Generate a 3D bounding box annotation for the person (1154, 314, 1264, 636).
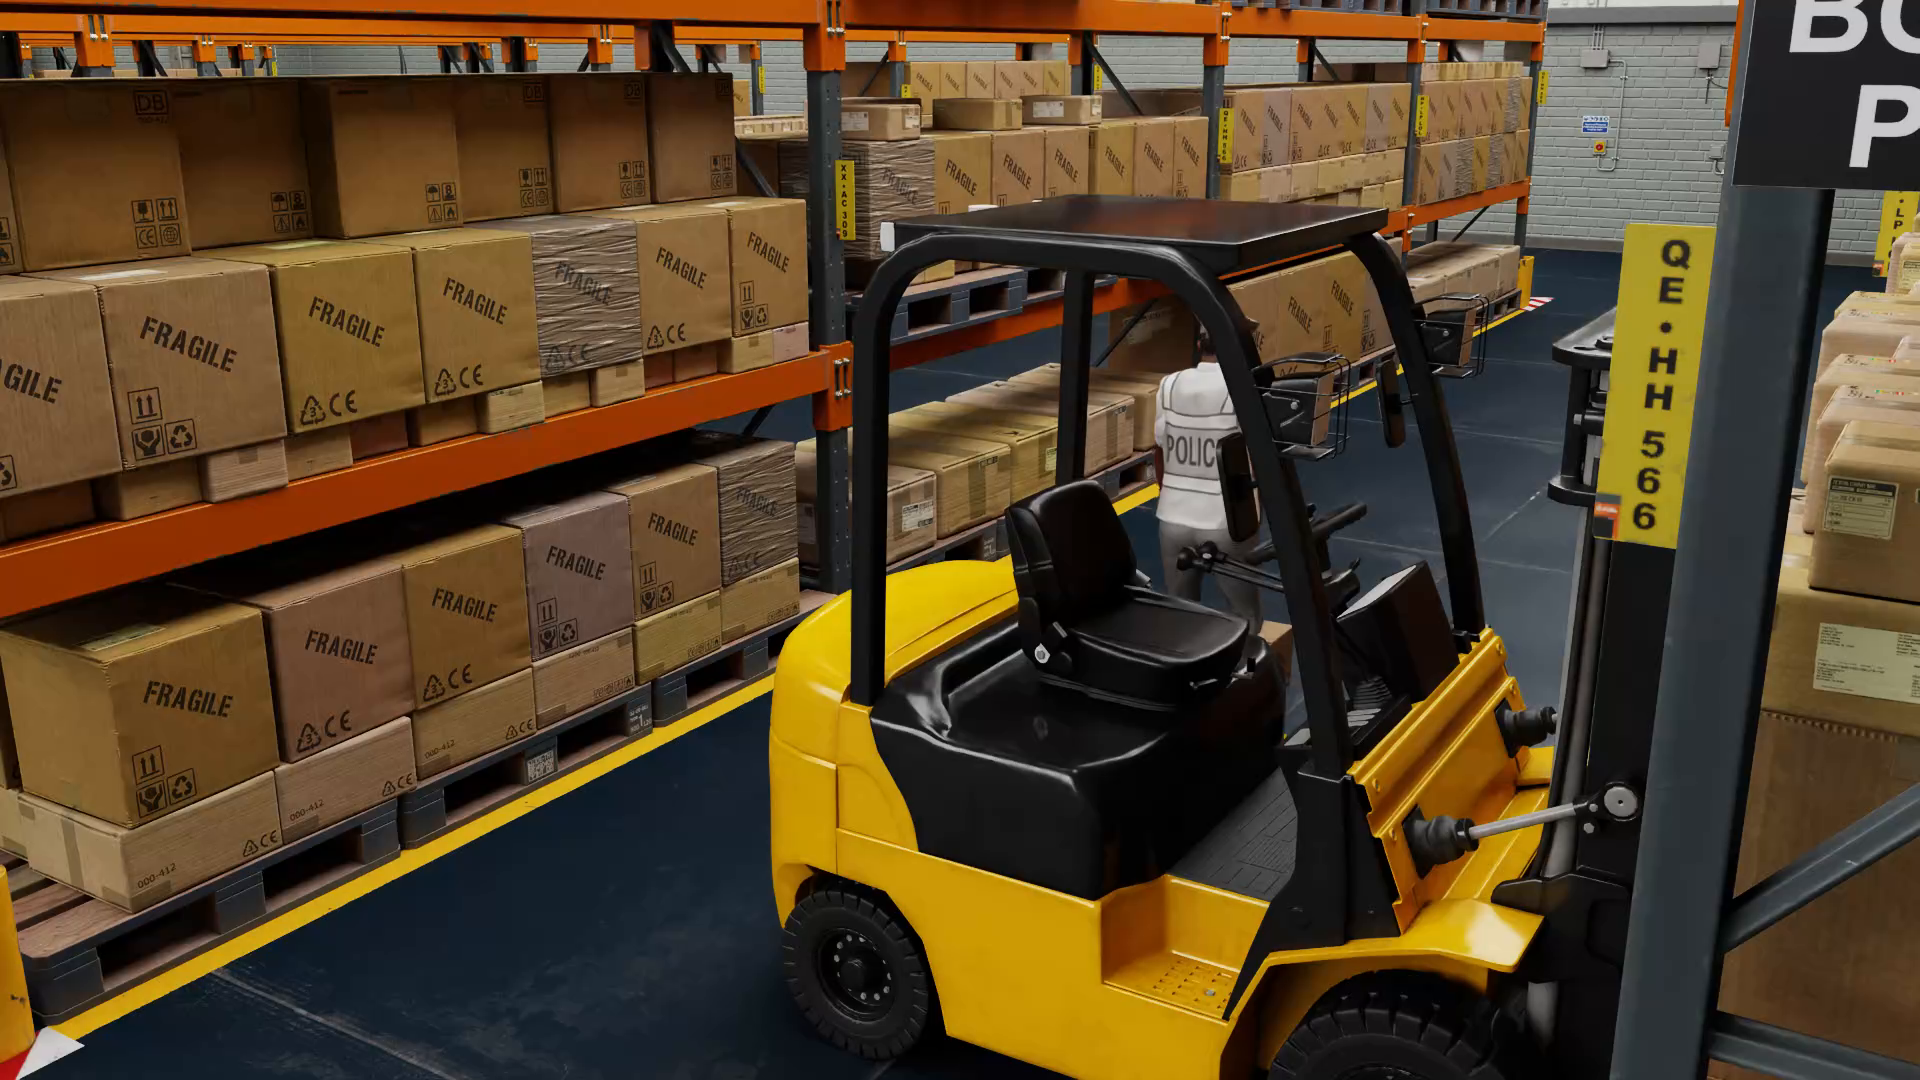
[{"bbox_3d":[0.939,-0.055,6.318,0.457,1.624,0.442,10,19,32],"label":"person"}]
